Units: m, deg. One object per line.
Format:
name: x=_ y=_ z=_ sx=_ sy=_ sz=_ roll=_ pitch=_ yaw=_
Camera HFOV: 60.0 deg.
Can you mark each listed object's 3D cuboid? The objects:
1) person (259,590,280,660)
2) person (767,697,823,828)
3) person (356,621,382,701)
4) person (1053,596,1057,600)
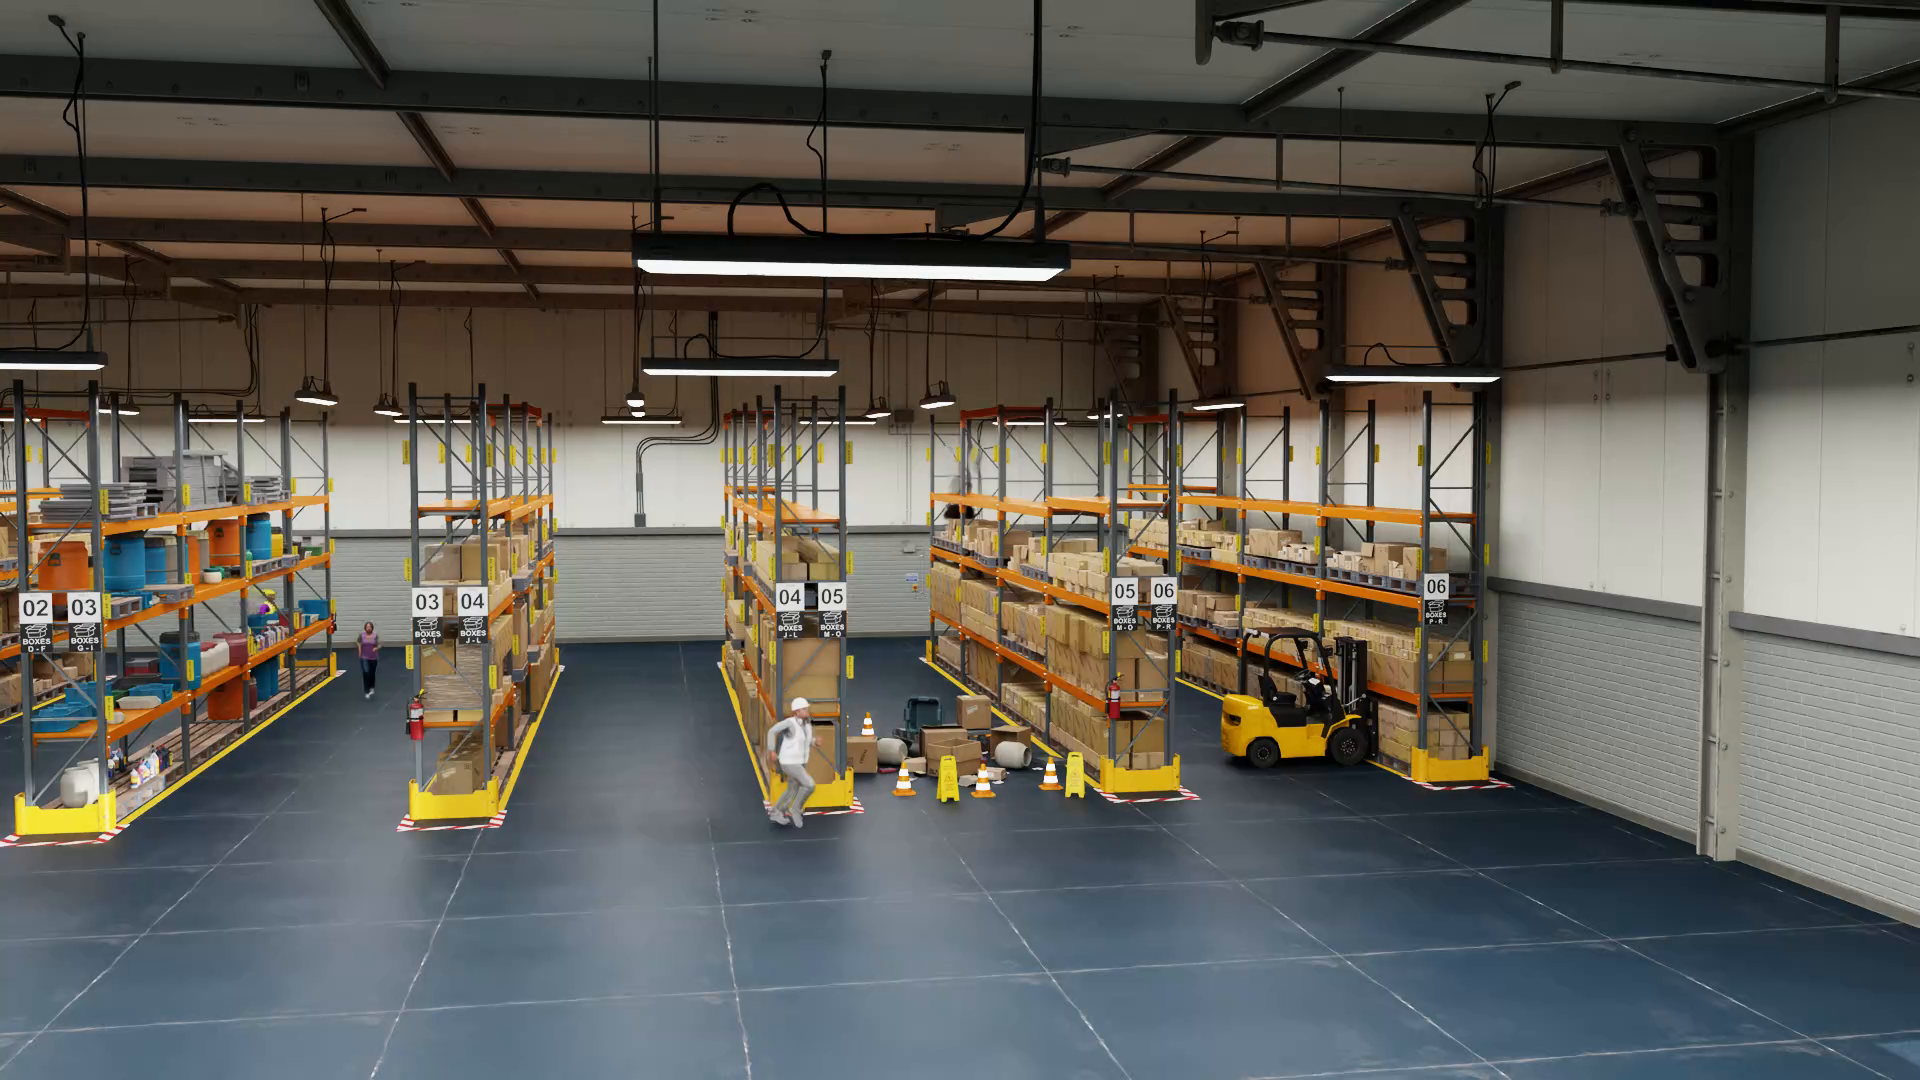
person: x=-16.898 y=2.083 z=40.785 sx=0.584 sy=1.721 sz=0.703 roll=0 pitch=3 yaw=9
person: x=-2.210 y=2.983 z=22.302 sx=0.801 sy=1.744 sz=0.684 roll=1 pitch=3 yaw=27
person: x=-12.185 y=2.486 z=34.307 sx=0.472 sy=1.615 sz=0.842 roll=-1 pitch=3 yaw=-24
person: x=2.023 y=1.904 z=38.896 sx=0.600 sy=1.822 sz=0.806 roll=-1 pitch=3 yaw=-16
